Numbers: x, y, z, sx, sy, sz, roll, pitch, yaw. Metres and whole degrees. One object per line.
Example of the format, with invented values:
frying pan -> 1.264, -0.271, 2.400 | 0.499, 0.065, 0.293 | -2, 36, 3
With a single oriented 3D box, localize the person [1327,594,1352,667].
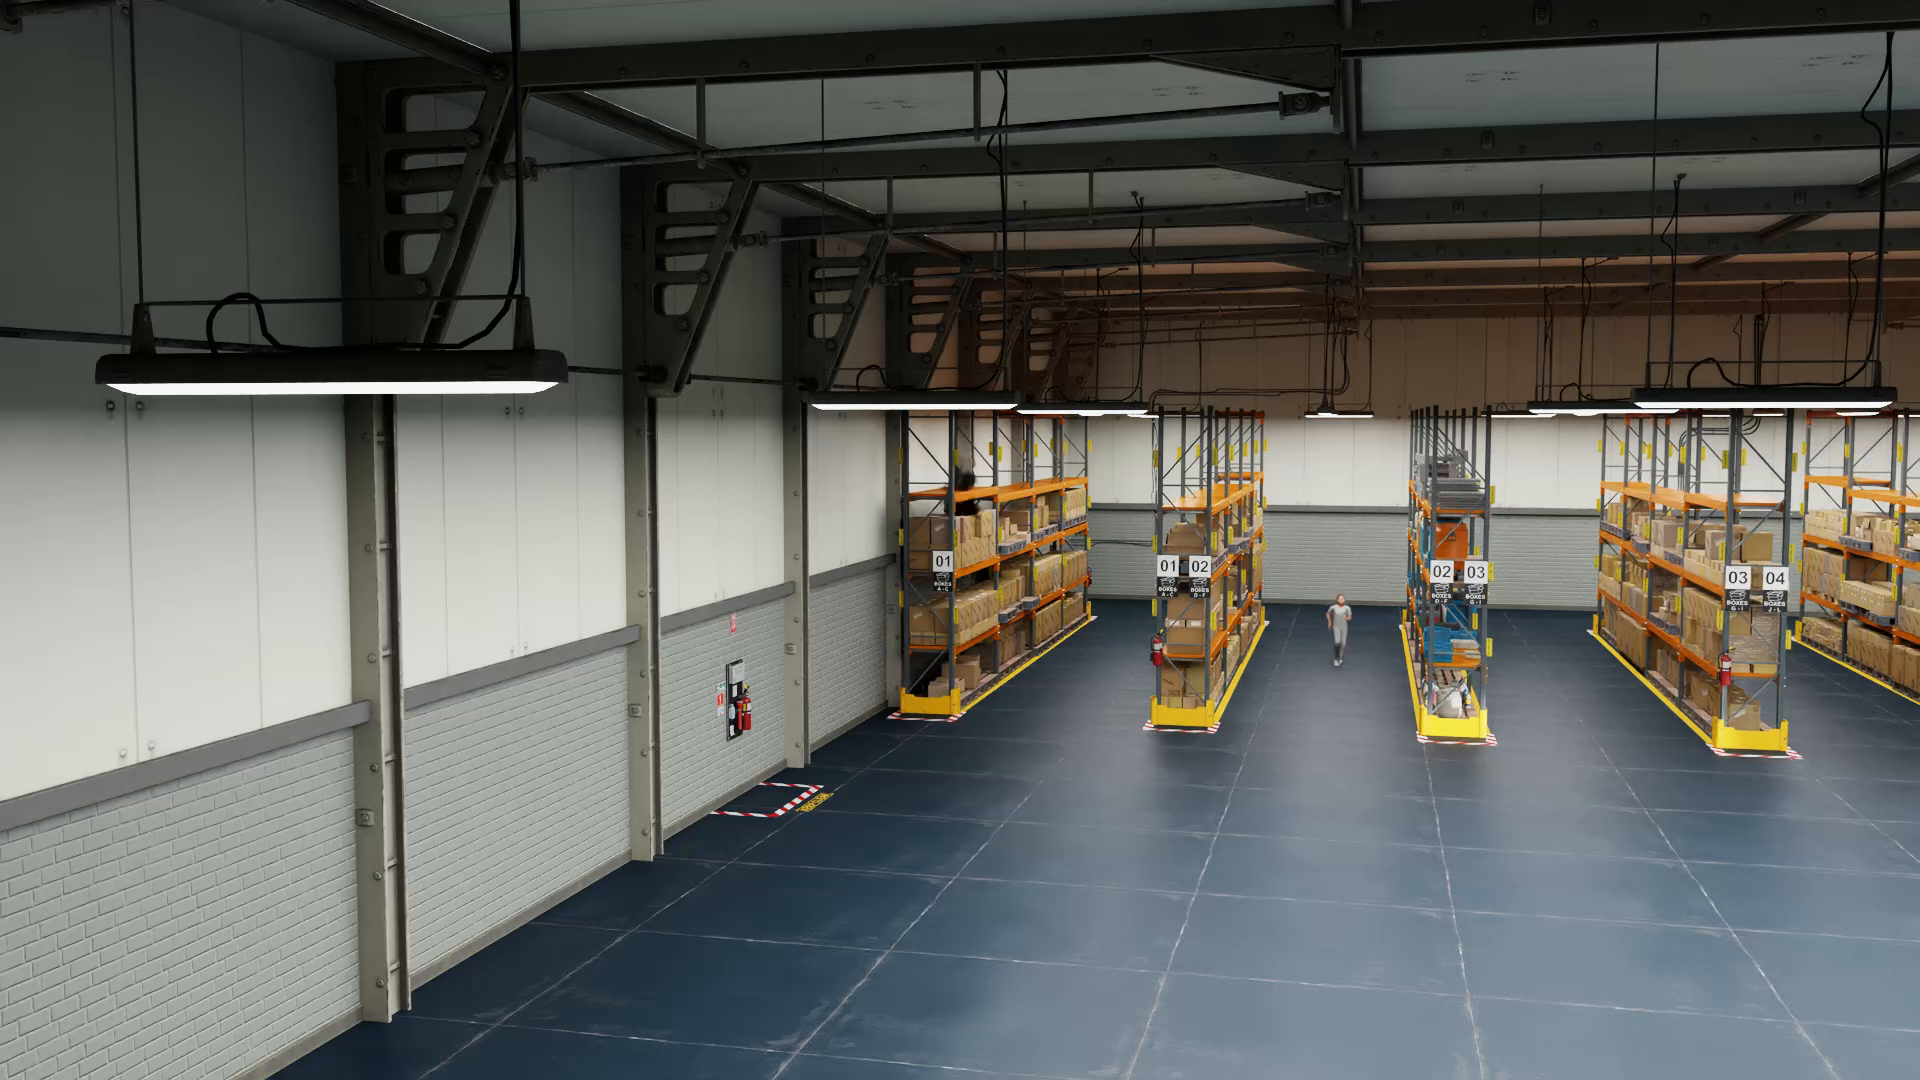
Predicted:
person -> 8.869, 2.105, 38.833 | 0.533, 1.700, 0.712 | 0, 4, 1

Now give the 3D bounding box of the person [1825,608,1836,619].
person -> 23.263, 1.742, 44.160 | 0.676, 1.672, 0.625 | 1, 4, 9

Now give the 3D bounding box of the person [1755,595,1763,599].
person -> 21.099, 1.699, 44.463 | 0.897, 1.673, 0.858 | 0, 4, -1
